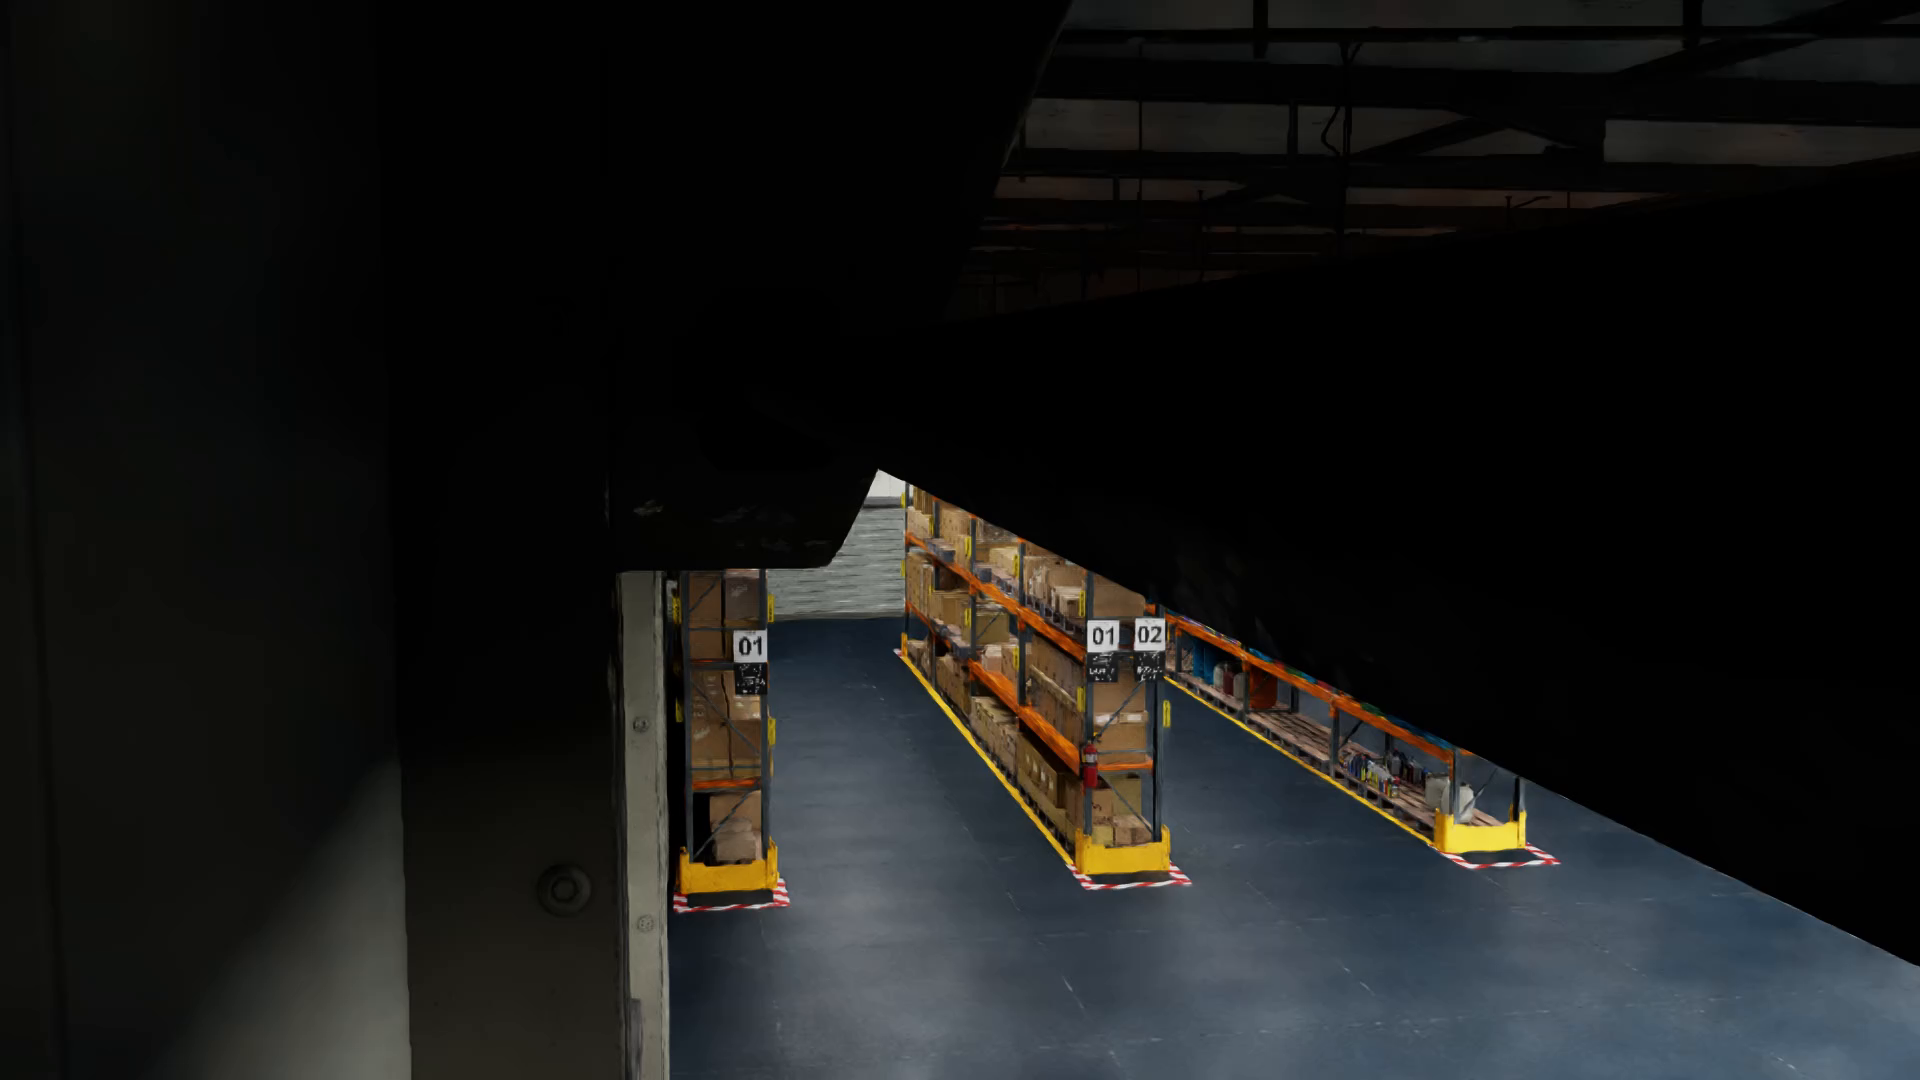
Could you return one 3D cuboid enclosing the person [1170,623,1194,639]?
[{"bbox_3d":[5.238,1.469,38.893,0.555,1.647,0.697,3,7,25],"label":"person"}]
